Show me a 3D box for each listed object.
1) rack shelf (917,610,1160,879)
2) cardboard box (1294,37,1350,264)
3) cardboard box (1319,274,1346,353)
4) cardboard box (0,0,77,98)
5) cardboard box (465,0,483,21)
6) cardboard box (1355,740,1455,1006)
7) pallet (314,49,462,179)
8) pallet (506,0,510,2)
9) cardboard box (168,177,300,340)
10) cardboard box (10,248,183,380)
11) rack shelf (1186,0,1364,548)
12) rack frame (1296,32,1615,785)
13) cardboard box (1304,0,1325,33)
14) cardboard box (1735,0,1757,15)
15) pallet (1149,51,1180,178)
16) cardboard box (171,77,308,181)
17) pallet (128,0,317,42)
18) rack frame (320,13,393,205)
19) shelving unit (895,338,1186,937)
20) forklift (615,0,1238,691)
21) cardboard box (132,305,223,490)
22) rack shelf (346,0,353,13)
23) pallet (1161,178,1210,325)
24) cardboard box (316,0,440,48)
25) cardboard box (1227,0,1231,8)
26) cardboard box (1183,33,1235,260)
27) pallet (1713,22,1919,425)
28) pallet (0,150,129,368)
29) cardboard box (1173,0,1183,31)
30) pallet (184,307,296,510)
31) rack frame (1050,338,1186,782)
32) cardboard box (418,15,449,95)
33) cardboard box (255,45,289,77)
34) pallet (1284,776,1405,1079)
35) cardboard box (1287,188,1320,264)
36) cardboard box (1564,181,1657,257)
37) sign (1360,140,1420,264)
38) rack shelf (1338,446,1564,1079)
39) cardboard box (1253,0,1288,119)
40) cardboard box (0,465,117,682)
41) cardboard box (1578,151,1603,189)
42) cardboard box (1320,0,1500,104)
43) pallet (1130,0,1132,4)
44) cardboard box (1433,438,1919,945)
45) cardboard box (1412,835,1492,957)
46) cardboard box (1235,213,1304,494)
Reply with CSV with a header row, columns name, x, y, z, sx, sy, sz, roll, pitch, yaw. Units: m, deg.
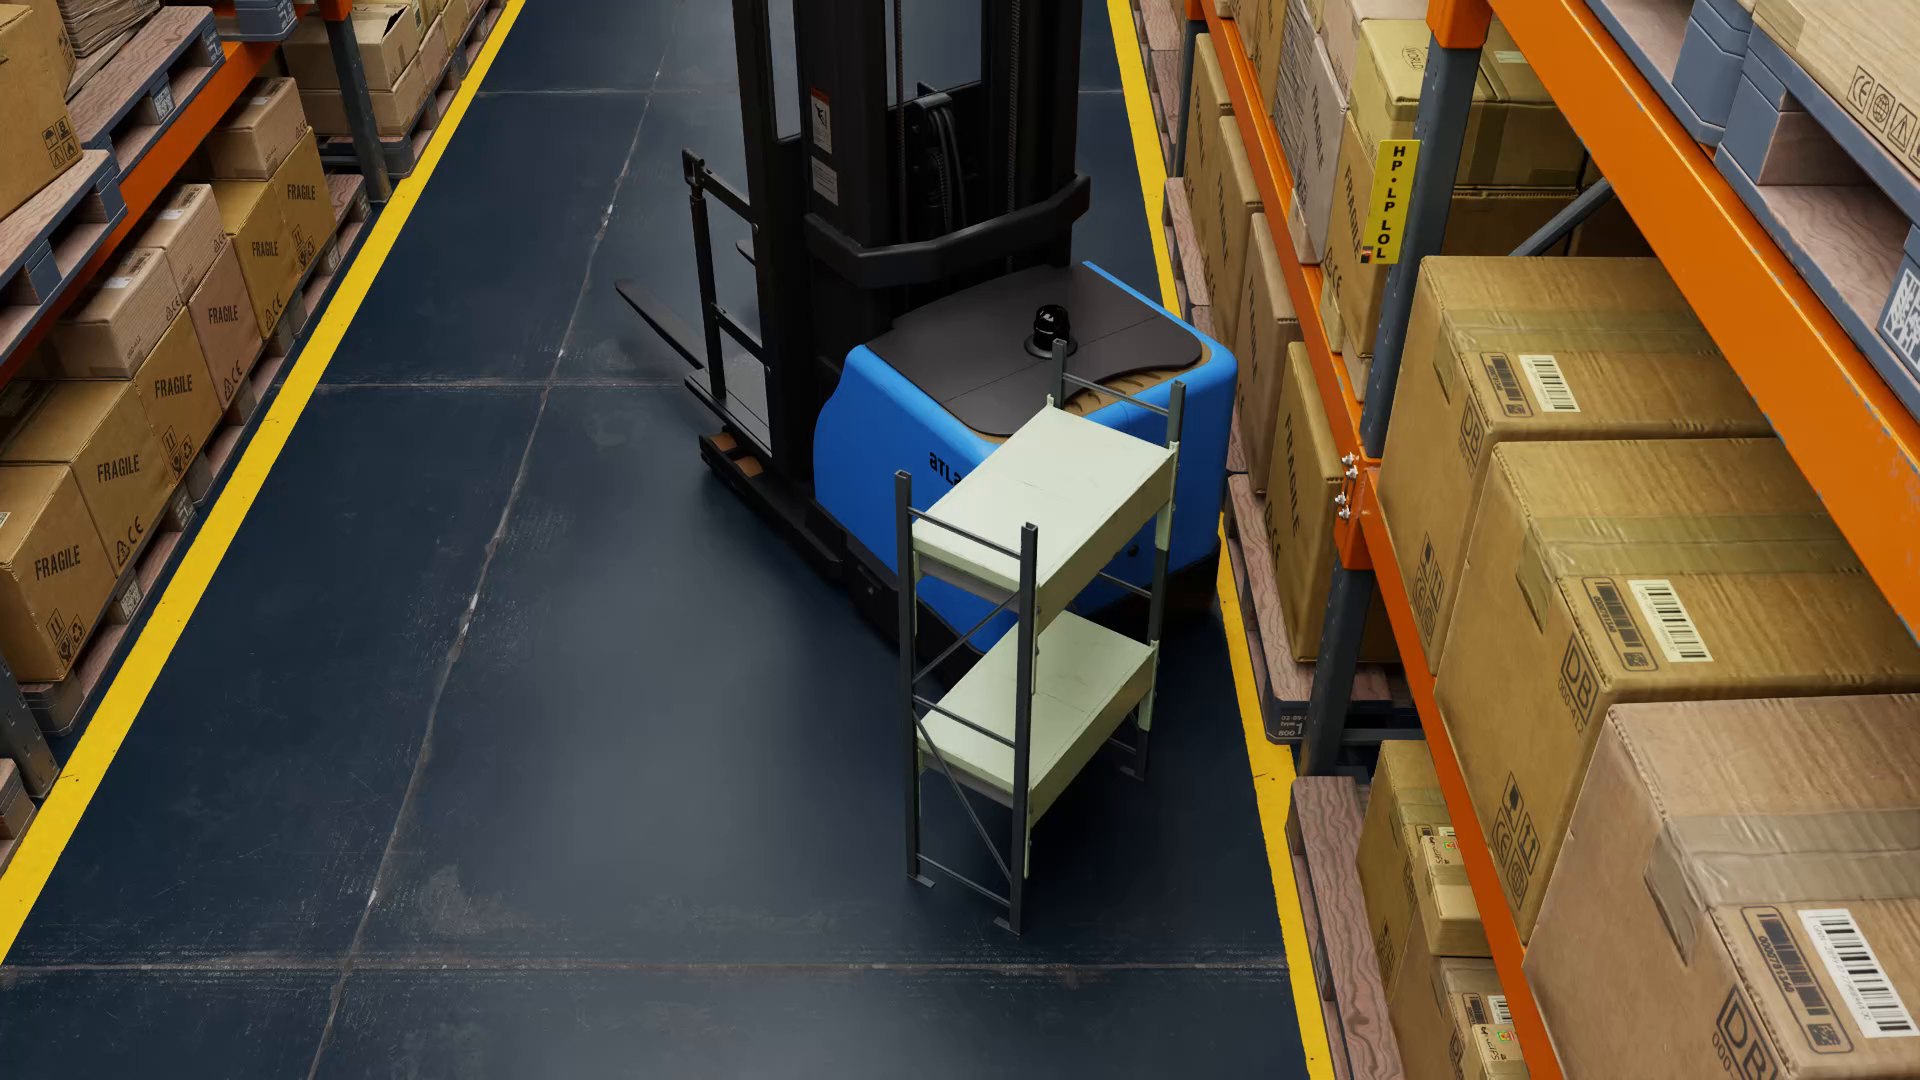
name,x,y,z,sx,sy,sz,roll,pitch,yaw
rack shelf,0.218,0.554,4.881,0.431,0.370,0.720,23,44,26
cardboard box,1.315,-1.165,4.972,0.500,0.500,0.500,0,39,0
cardboard box,1.271,-0.674,4.877,0.380,0.149,0.250,1,39,1
cardboard box,-3.439,-1.697,5.553,0.700,0.500,0.500,-9,40,-11
cardboard box,-3.095,-3.269,9.794,0.500,0.250,0.500,1,39,1
cardboard box,1.477,0.884,4.411,0.700,0.500,0.500,0,39,1
pallet,-3.342,-2.317,8.973,1.003,0.211,1.213,0,39,0
pallet,-3.345,-3.843,10.877,1.003,0.211,1.213,0,39,0
cardboard box,-3.144,-1.178,6.969,0.500,0.500,0.500,-1,39,-2
cardboard box,-3.134,-0.806,5.905,0.500,0.250,0.500,0,39,0
rack shelf,1.576,-1.365,6.130,1.077,0.370,4.000,0,39,0
rack frame,1.578,-0.395,4.344,1.000,3.000,0.127,0,39,0
cardboard box,1.330,-1.781,5.141,0.500,0.250,0.500,1,39,1
cardboard box,1.302,-0.959,2.354,0.500,0.250,0.500,-1,39,-1
pallet,1.574,-2.297,8.947,1.003,0.211,1.213,0,39,0
cardboard box,-3.140,-1.760,7.094,0.500,0.250,0.500,1,39,2
pallet,-3.309,-2.392,6.989,1.213,0.211,1.003,0,39,0
rack frame,-3.380,-2.891,7.458,1.000,3.000,0.127,0,39,0
shelving unit,0.218,0.299,4.677,0.431,1.500,0.755,23,44,26
forklift,-0.365,-1.461,5.729,1.130,2.935,3.031,-24,45,-27
cardboard box,-3.137,-0.534,6.165,0.500,0.500,0.500,0,39,0
rack shelf,-3.382,-3.861,9.244,1.077,0.370,4.000,0,39,0
pallet,1.499,-1.315,7.722,1.003,0.211,1.213,0,39,0
cardboard box,-3.096,-2.856,8.830,0.500,0.311,0.500,-1,39,-1
cardboard box,1.310,-2.428,6.547,0.500,0.500,0.500,1,39,1
cardboard box,1.443,-1.761,7.433,0.750,0.750,0.750,-1,39,-1
pallet,1.567,-0.258,1.846,1.003,0.211,1.213,0,39,0
pallet,-3.267,-0.814,5.021,1.003,0.211,1.213,0,39,0
cardboard box,1.607,-3.176,9.461,0.700,0.500,0.500,0,39,0
pallet,-3.419,-0.574,6.798,1.003,0.211,1.213,0,39,0
rack frame,0.423,0.110,4.914,0.400,1.500,0.023,23,44,26
cardboard box,-3.088,-2.624,8.988,0.500,0.250,0.500,-1,39,-1
cardboard box,-3.627,-2.528,8.420,0.500,0.311,0.500,1,39,1
pallet,1.501,1.169,4.623,1.003,0.211,1.213,0,39,0
cardboard box,1.256,-1.001,5.285,0.380,0.149,0.250,0,39,0
cardboard box,1.830,-0.846,4.573,0.500,0.500,0.500,-1,39,-2
sign,1.036,-0.809,3.999,0.100,0.325,0.005,0,39,0
rack shelf,1.580,1.136,3.009,1.077,0.370,4.000,0,39,0
cardboard box,1.317,-1.792,5.754,0.500,0.500,0.500,1,39,1
cardboard box,-3.132,0.112,5.359,0.500,0.500,0.500,-2,39,-2
cardboard box,1.838,-1.138,4.338,0.500,0.250,0.500,1,39,1
cardboard box,1.331,-1.462,4.743,0.500,0.250,0.500,1,39,1
pallet,1.571,-3.823,10.852,1.003,0.211,1.213,0,39,0
cardboard box,1.558,0.284,3.258,0.980,0.700,0.700,-1,39,-1
cardboard box,1.294,0.845,3.941,0.380,0.149,0.250,1,39,1
cardboard box,1.443,-0.682,6.086,0.750,0.750,0.750,1,39,1
